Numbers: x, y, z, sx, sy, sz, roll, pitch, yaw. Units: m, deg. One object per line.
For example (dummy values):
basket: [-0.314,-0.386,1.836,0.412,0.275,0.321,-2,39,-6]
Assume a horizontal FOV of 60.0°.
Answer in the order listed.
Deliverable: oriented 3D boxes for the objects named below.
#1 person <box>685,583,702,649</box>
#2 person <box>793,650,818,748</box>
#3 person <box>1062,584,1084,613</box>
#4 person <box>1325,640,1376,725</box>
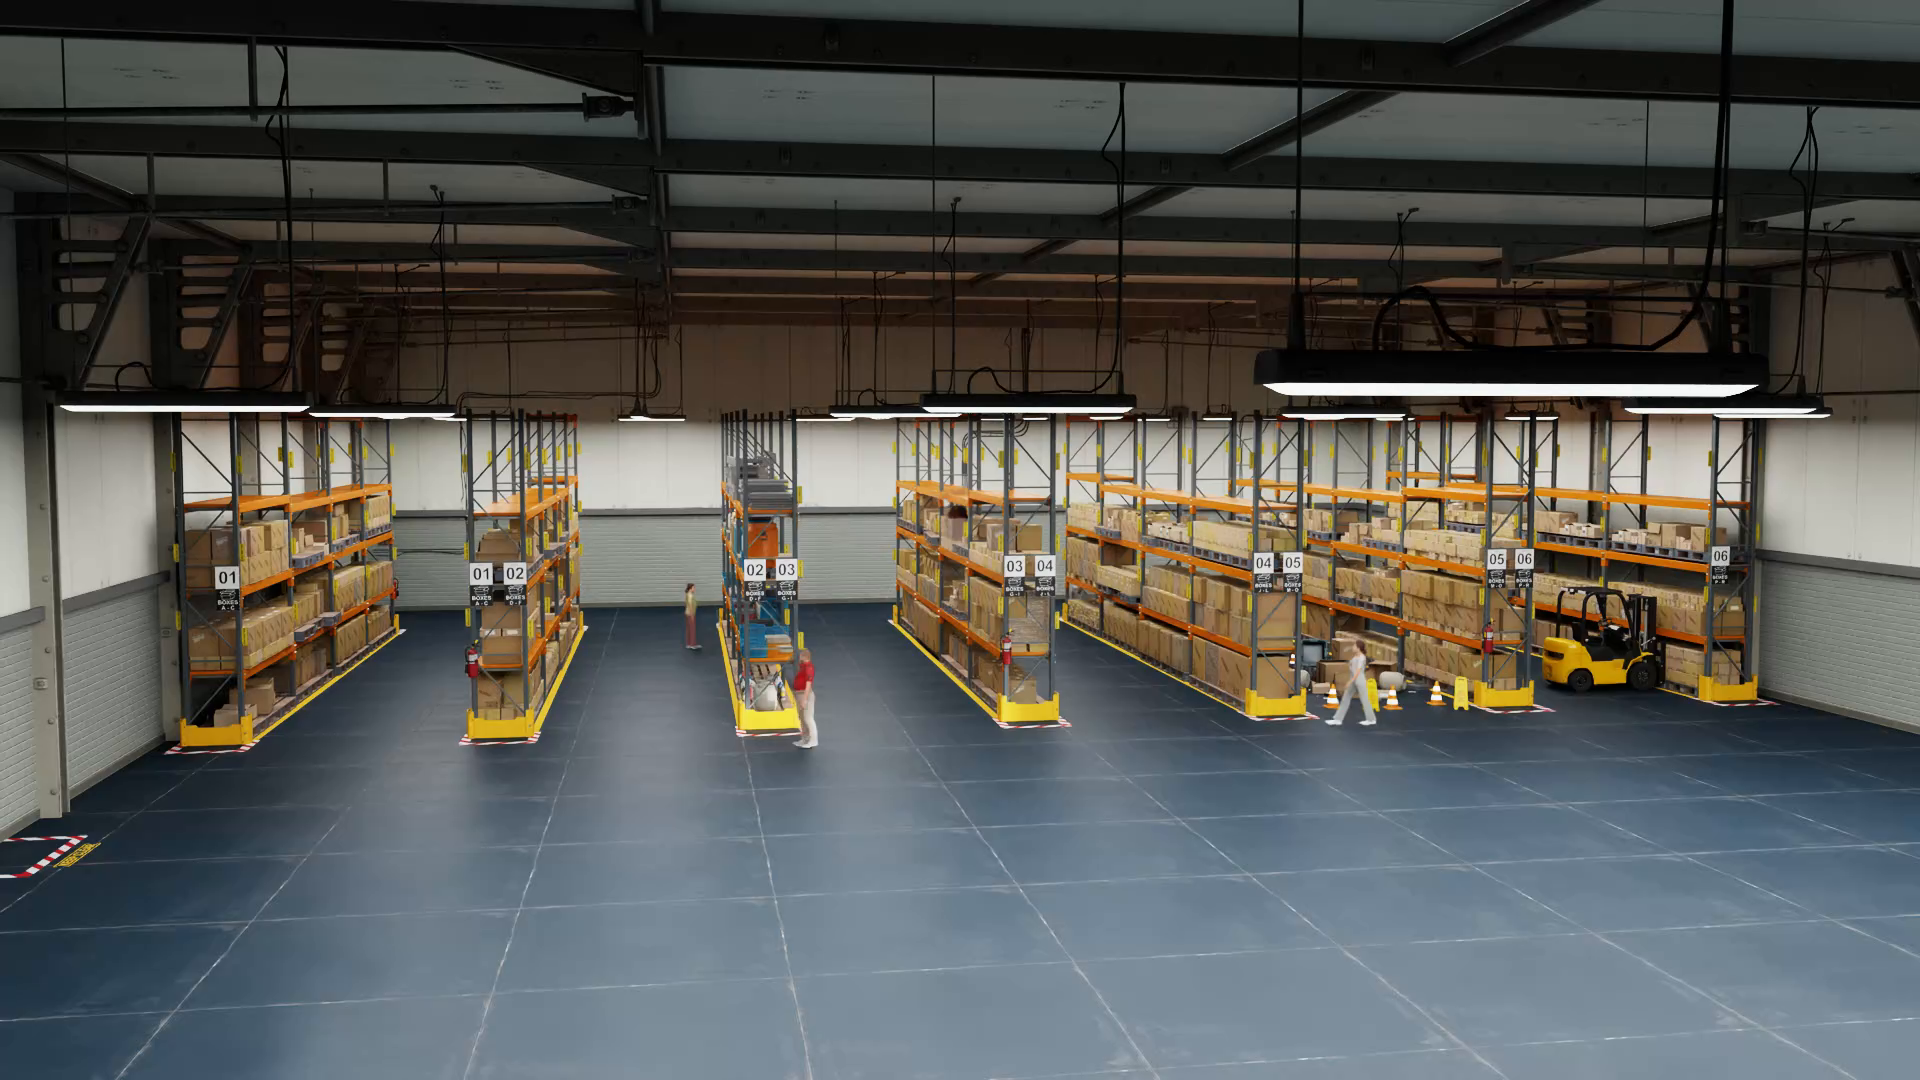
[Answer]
person: [-6.787,1.924,42.302,0.415,1.673,0.505,-1,4,-18]
person: [-2.748,2.804,29.455,0.422,1.731,0.641,-1,4,-20]
person: [3.531,1.388,49.746,0.943,1.727,0.691,-1,4,-10]
person: [7.426,2.699,31.365,0.967,1.622,0.445,-1,4,-20]
